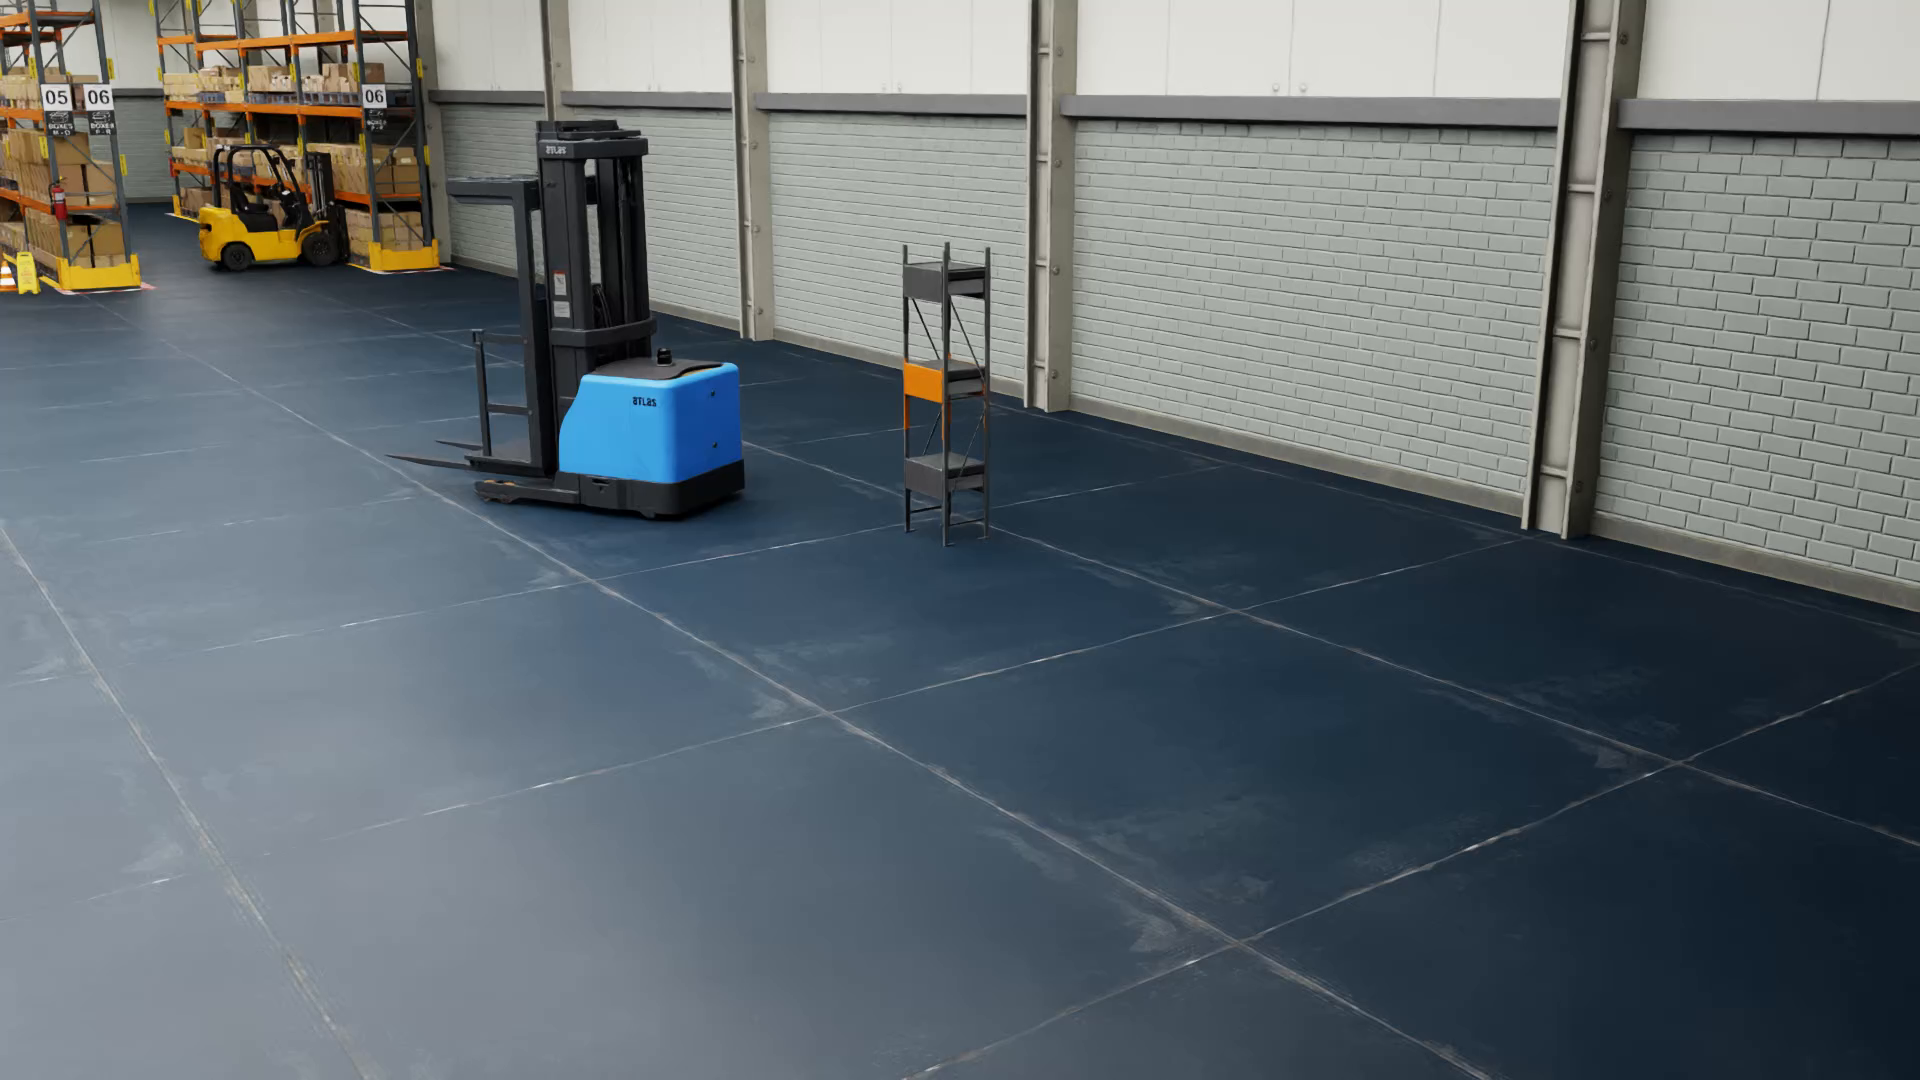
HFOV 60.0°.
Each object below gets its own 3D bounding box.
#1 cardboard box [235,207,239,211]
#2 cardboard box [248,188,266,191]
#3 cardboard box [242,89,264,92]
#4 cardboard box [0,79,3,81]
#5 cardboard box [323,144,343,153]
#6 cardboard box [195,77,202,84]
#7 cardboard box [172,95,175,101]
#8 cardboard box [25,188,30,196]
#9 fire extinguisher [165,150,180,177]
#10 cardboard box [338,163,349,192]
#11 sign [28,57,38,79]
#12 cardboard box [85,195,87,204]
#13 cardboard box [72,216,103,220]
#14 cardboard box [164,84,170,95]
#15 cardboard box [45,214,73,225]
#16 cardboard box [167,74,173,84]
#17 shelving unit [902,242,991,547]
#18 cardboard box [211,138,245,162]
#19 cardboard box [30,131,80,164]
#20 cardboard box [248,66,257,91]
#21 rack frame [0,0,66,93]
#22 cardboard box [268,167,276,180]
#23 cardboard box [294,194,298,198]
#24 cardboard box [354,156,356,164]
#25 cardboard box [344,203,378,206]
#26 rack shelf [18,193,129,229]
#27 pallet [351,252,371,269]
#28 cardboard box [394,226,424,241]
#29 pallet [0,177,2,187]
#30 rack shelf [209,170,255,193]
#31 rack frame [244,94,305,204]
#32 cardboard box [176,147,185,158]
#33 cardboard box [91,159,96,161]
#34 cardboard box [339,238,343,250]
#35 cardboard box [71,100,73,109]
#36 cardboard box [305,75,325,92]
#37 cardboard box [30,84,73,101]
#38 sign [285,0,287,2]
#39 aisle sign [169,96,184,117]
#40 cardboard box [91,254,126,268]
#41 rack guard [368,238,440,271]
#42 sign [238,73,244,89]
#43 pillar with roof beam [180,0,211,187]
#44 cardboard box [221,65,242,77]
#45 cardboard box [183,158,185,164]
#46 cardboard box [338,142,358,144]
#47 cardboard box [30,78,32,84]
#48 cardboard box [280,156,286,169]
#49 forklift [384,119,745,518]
[{"bbox_3d":[-16.054,-7.442,37.526,0.500,0.500,0.500,-12,19,-37],"label":"cardboard box"},{"bbox_3d":[-16.309,-8.085,38.644,0.380,0.149,0.250,-11,19,-34],"label":"cardboard box"},{"bbox_3d":[-15.118,-9.666,35.557,0.380,0.149,0.250,-10,18,-33],"label":"cardboard box"},{"bbox_3d":[-17.438,-8.572,30.573,0.500,0.250,0.500,-10,18,-34],"label":"cardboard box"},{"bbox_3d":[-11.789,-7.380,31.377,0.380,0.149,0.250,-11,19,-35],"label":"cardboard box"},{"bbox_3d":[-17.246,-10.503,38.014,0.380,0.149,0.250,-10,18,-33],"label":"cardboard box"},{"bbox_3d":[-19.044,-10.812,40.691,0.380,0.149,0.250,-10,18,-33],"label":"cardboard box"},{"bbox_3d":[-16.260,-6.151,29.345,0.380,0.149,0.250,-10,18,-33],"label":"cardboard box"},{"bbox_3d":[-19.879,-9.512,41.999,0.296,0.674,0.183,-11,19,-35],"label":"fire extinguisher"},{"bbox_3d":[-11.112,-6.687,30.635,0.500,0.500,0.500,-11,19,-36],"label":"cardboard box"},{"bbox_3d":[-14.485,-7.373,25.974,0.100,0.325,0.005,-11,19,-35],"label":"sign"},{"bbox_3d":[-14.217,-5.616,27.391,0.380,0.149,0.250,-11,19,-34],"label":"cardboard box"},{"bbox_3d":[-15.210,-5.372,29.013,0.500,0.500,0.500,-10,18,-32],"label":"cardboard box"},{"bbox_3d":[-19.379,-11.150,41.170,0.500,0.250,0.500,-11,19,-35],"label":"cardboard box"},{"bbox_3d":[-14.976,-5.331,27.634,0.380,0.149,0.250,-10,18,-33],"label":"cardboard box"},{"bbox_3d":[-19.077,-11.283,40.709,0.500,0.250,0.500,-11,19,-35],"label":"cardboard box"},{"bbox_3d":[-0.097,-1.048,11.928,0.431,2.100,0.503,-11,19,-35],"label":"shelving unit"},{"bbox_3d":[-16.659,-8.917,37.989,0.700,0.500,0.500,-11,19,-34],"label":"cardboard box"},{"bbox_3d":[-14.793,-6.440,27.275,0.700,0.500,0.500,-11,19,-34],"label":"cardboard box"},{"bbox_3d":[-14.486,-9.614,34.664,0.500,0.500,0.500,-11,19,-34],"label":"cardboard box"},{"bbox_3d":[-16.376,-9.329,29.115,1.000,3.000,0.127,-11,19,-35],"label":"rack frame"},{"bbox_3d":[-14.052,-7.639,34.587,0.500,0.250,0.500,-12,19,-36],"label":"cardboard box"},{"bbox_3d":[-14.770,-7.530,36.618,0.380,0.149,0.250,-10,18,-32],"label":"cardboard box"},{"bbox_3d":[-10.719,-6.859,30.036,0.380,0.149,0.250,-10,18,-34],"label":"cardboard box"},{"bbox_3d":[-11.607,-6.384,32.239,0.500,0.250,0.500,-11,19,-35],"label":"cardboard box"},{"bbox_3d":[-15.200,-5.661,28.441,1.077,0.370,4.000,-11,19,-35],"label":"rack shelf"},{"bbox_3d":[-10.495,-5.164,30.545,1.003,0.211,1.213,-11,19,-35],"label":"pallet"},{"bbox_3d":[-10.120,-5.603,30.330,0.500,0.250,0.500,-10,18,-34],"label":"cardboard box"},{"bbox_3d":[-18.223,-7.061,32.557,1.213,0.211,1.003,-11,19,-35],"label":"pallet"},{"bbox_3d":[-15.891,-8.141,37.501,1.077,0.370,4.000,-11,19,-35],"label":"rack shelf"},{"bbox_3d":[-14.715,-8.061,35.845,1.000,3.000,0.127,-11,19,-35],"label":"rack frame"},{"bbox_3d":[-19.074,-9.594,41.167,0.500,0.250,0.500,-11,19,-34],"label":"cardboard box"},{"bbox_3d":[-14.992,-6.243,28.452,0.500,0.500,0.500,-11,19,-36],"label":"cardboard box"},{"bbox_3d":[-11.438,-5.603,31.280,0.500,0.250,0.500,-10,18,-33],"label":"cardboard box"},{"bbox_3d":[-14.477,-7.181,27.426,0.380,0.149,0.250,-11,19,-35],"label":"cardboard box"},{"bbox_3d":[-12.071,-8.646,31.485,0.500,0.311,0.500,-10,18,-33],"label":"cardboard box"},{"bbox_3d":[-14.543,-7.167,26.617,0.500,0.250,0.500,-11,19,-35],"label":"cardboard box"},{"bbox_3d":[-14.268,-11.568,35.227,0.100,0.325,0.005,-11,19,-35],"label":"sign"},{"bbox_3d":[-19.697,-10.992,41.630,0.394,0.787,0.004,-11,19,-35],"label":"aisle sign"},{"bbox_3d":[-14.275,-4.673,27.880,0.500,0.250,0.500,-11,19,-35],"label":"cardboard box"},{"bbox_3d":[-9.997,-5.142,29.915,1.175,0.500,0.348,-11,19,-35],"label":"rack guard"},{"bbox_3d":[-15.155,-9.673,35.075,0.100,0.325,0.005,-11,19,-35],"label":"sign"},{"bbox_3d":[-23.757,-12.710,41.468,9.100,9.000,0.400,-11,19,-35],"label":"pillar with roof beam"},{"bbox_3d":[-16.649,-10.729,38.053,0.396,0.266,0.258,-11,19,-35],"label":"cardboard box"},{"bbox_3d":[-18.979,-9.374,41.119,0.380,0.149,0.250,-10,18,-33],"label":"cardboard box"},{"bbox_3d":[-11.931,-7.690,32.509,0.380,0.149,0.250,-11,19,-34],"label":"cardboard box"},{"bbox_3d":[-15.126,-7.606,27.467,0.380,0.149,0.250,-12,19,-36],"label":"cardboard box"},{"bbox_3d":[-13.463,-7.659,33.716,0.500,0.250,0.500,-10,18,-33],"label":"cardboard box"},{"bbox_3d":[-3.285,-1.822,13.180,3.031,2.935,1.130,7,17,24],"label":"forklift"}]
